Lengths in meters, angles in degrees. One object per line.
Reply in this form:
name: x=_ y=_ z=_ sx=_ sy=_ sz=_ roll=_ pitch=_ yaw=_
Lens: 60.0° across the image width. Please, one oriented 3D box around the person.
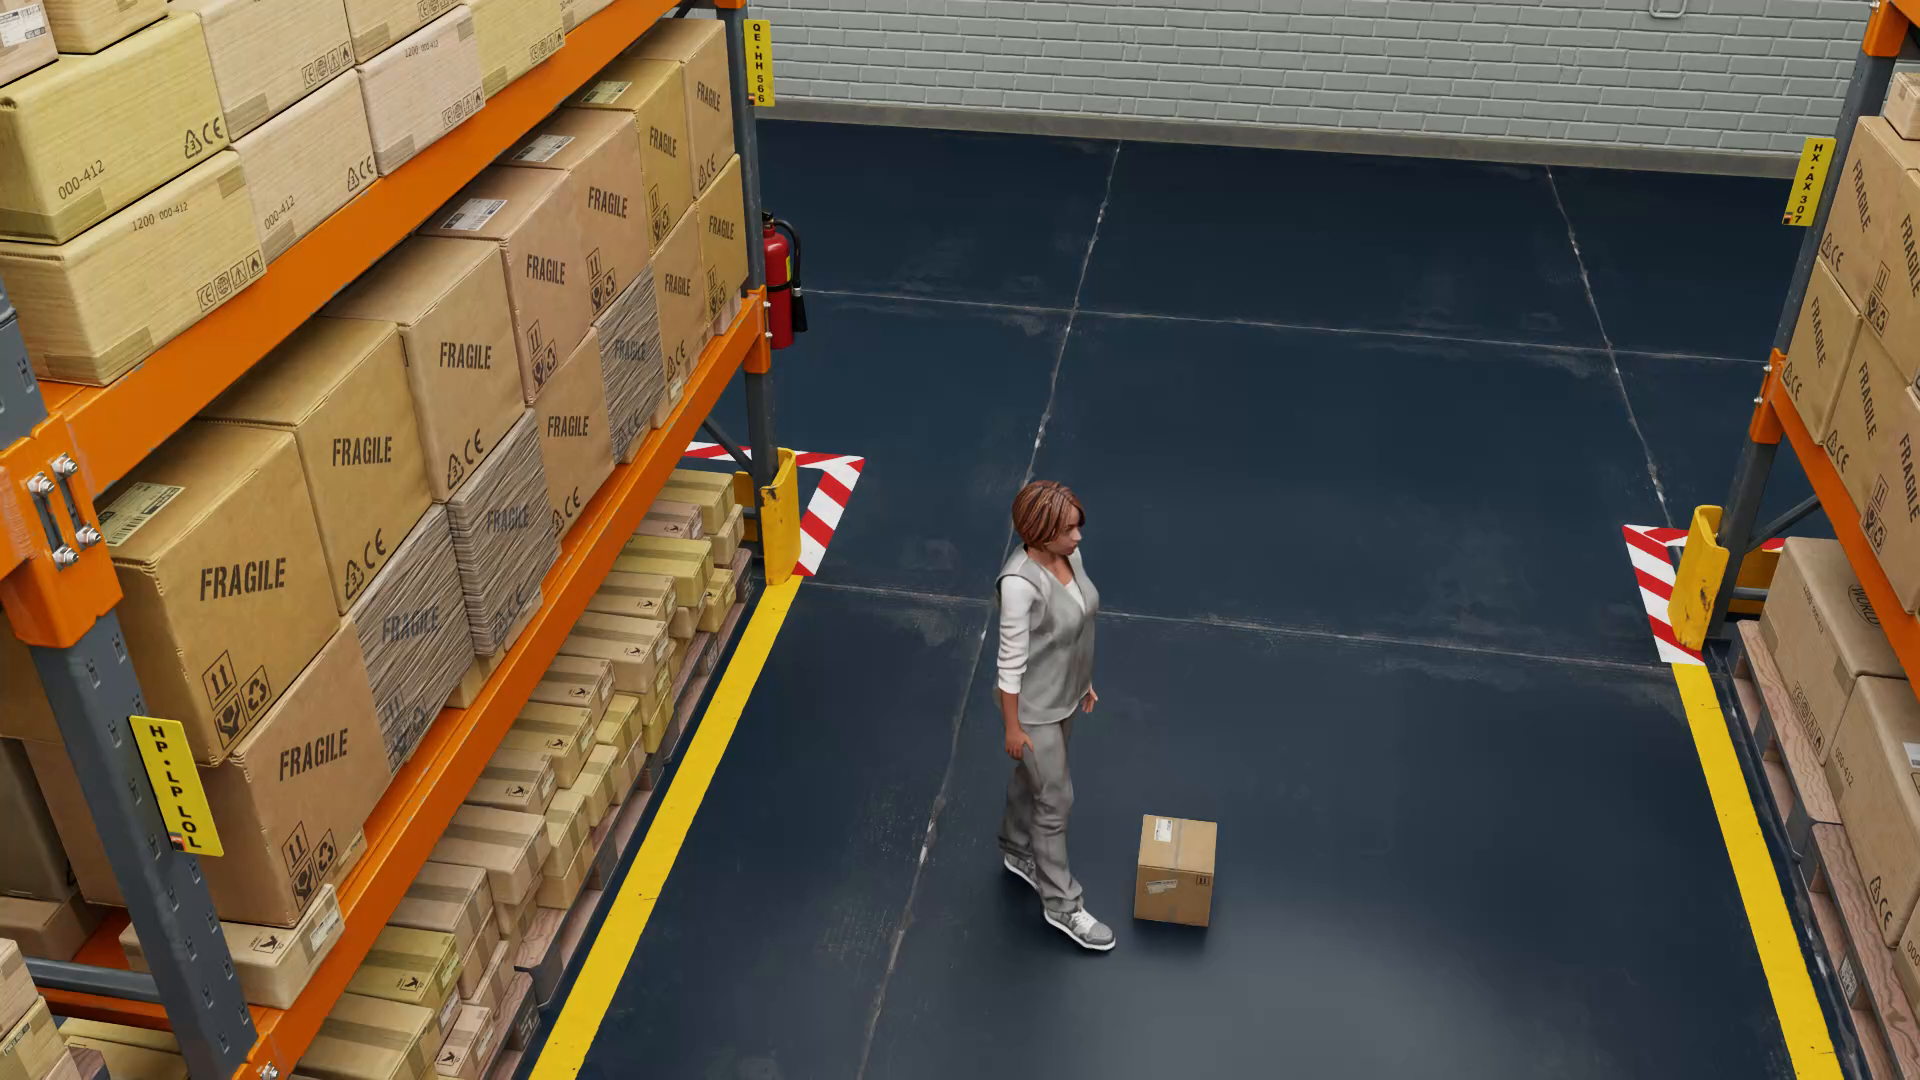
person: x=0.353 y=0.537 z=5.296 sx=0.524 sy=1.599 sz=0.433 roll=15 pitch=36 yaw=22
